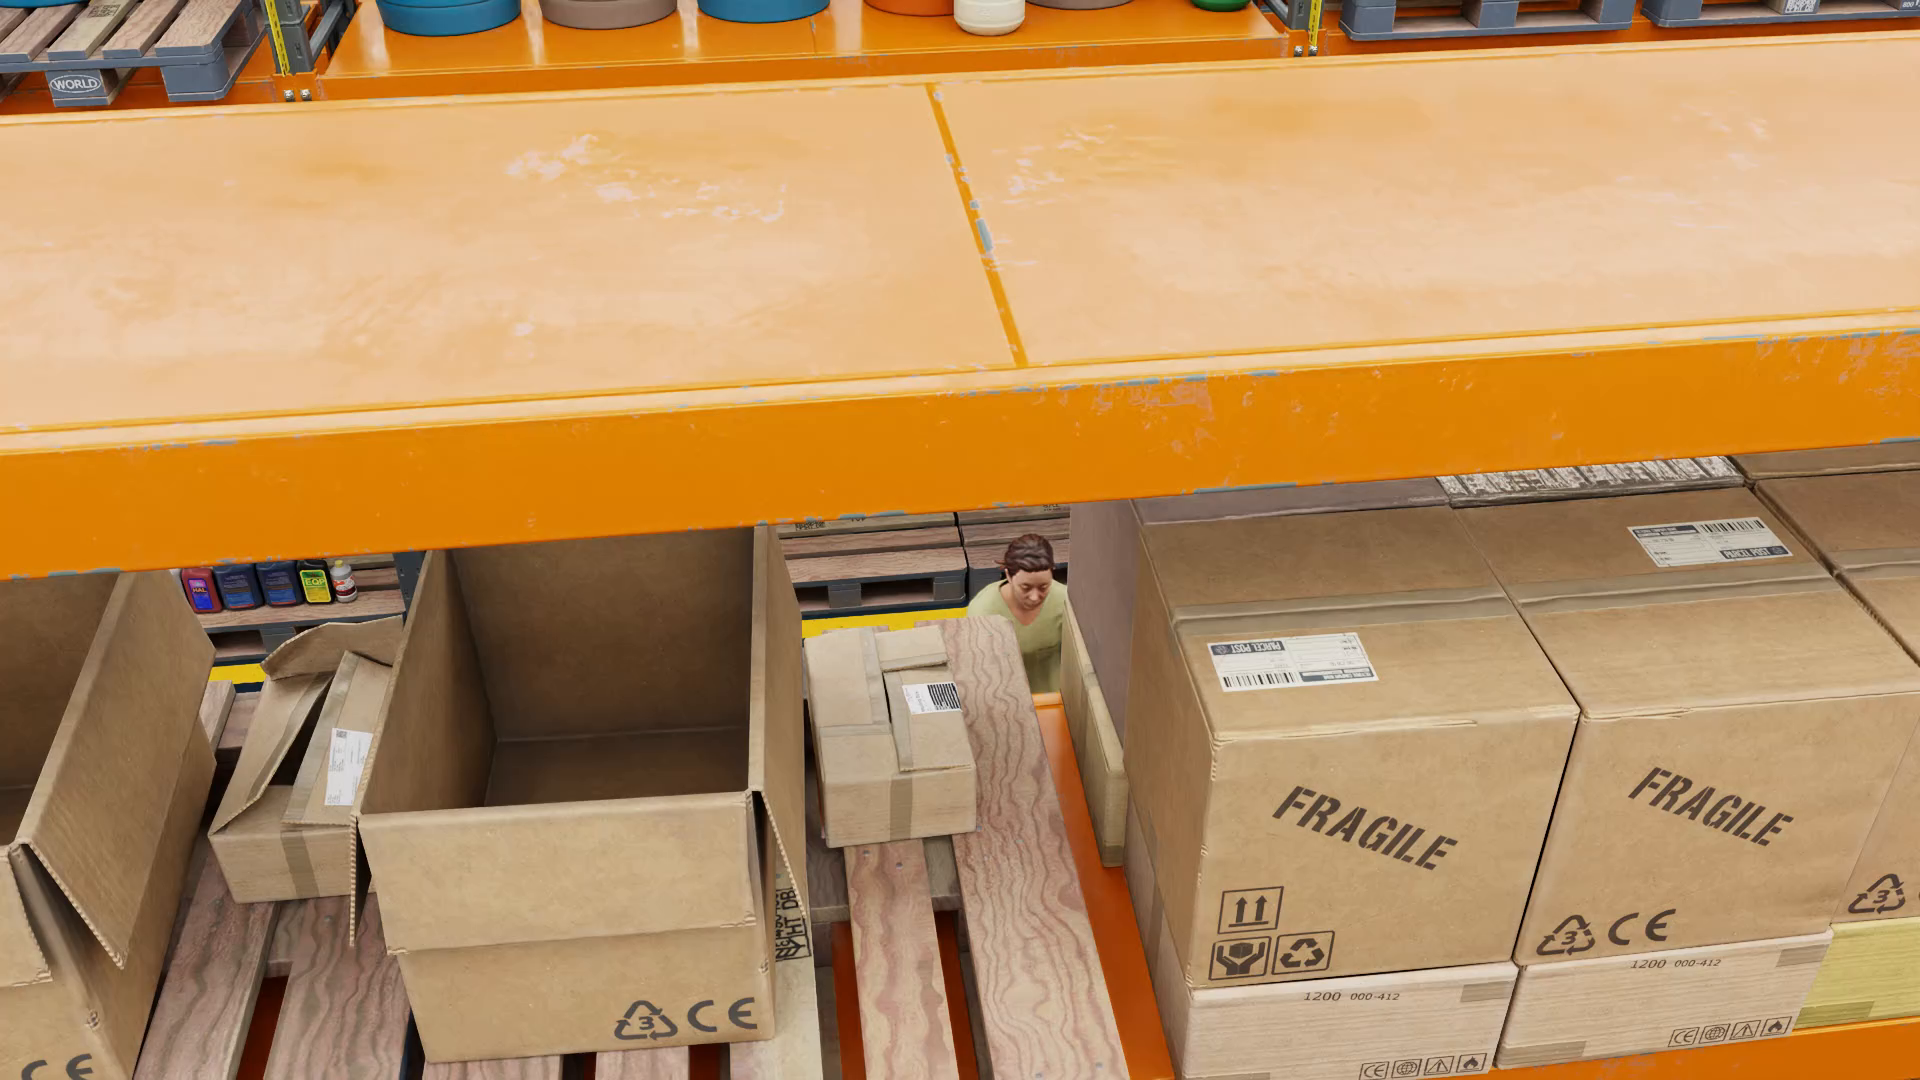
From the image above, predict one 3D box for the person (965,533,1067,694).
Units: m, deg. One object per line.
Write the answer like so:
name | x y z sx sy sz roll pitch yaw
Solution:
person | 0.231 0.670 6.315 0.499 1.673 0.403 -4 35 -6
